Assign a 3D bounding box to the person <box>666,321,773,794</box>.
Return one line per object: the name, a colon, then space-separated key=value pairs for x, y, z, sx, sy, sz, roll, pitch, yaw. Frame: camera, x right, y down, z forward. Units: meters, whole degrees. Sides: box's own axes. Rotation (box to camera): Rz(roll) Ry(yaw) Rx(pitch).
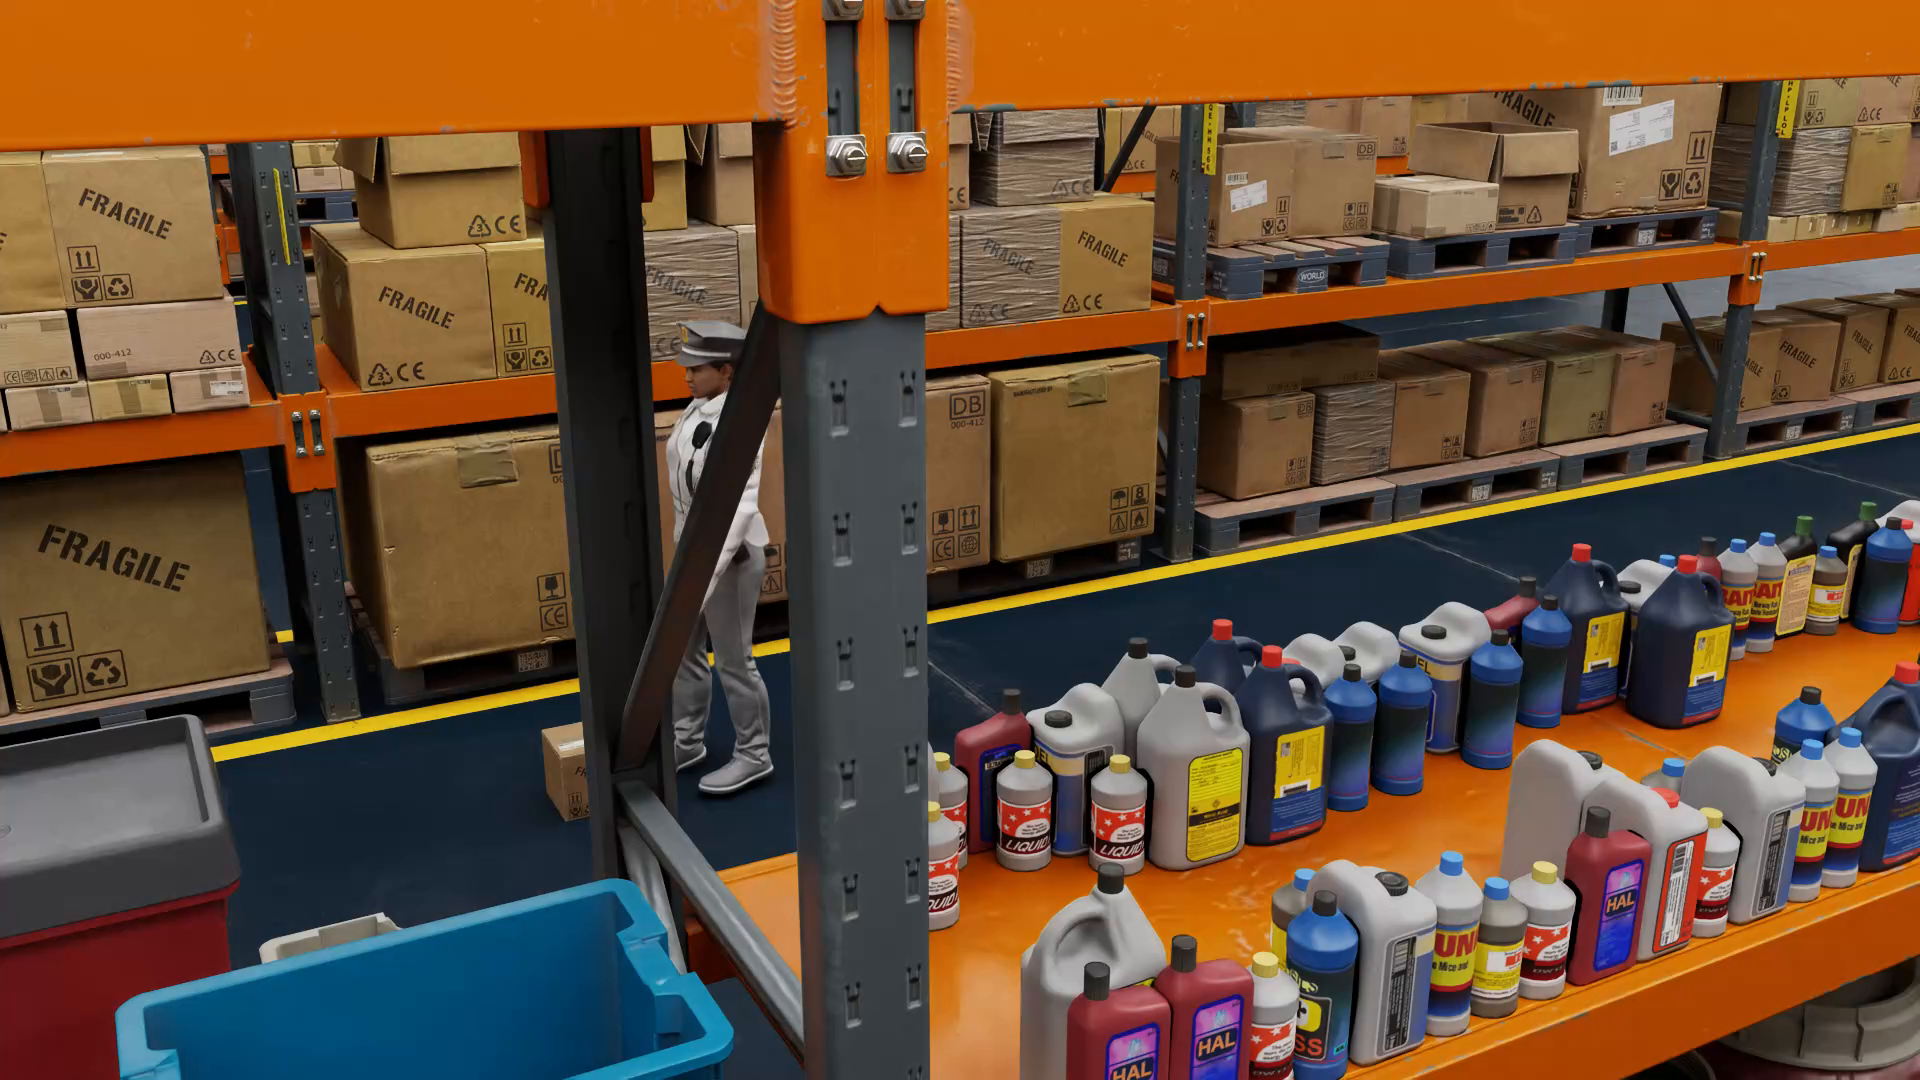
person: x=-0.898 y=0.097 z=5.768 sx=0.457 sy=1.716 sz=0.526 roll=-11 pitch=22 yaw=-30
